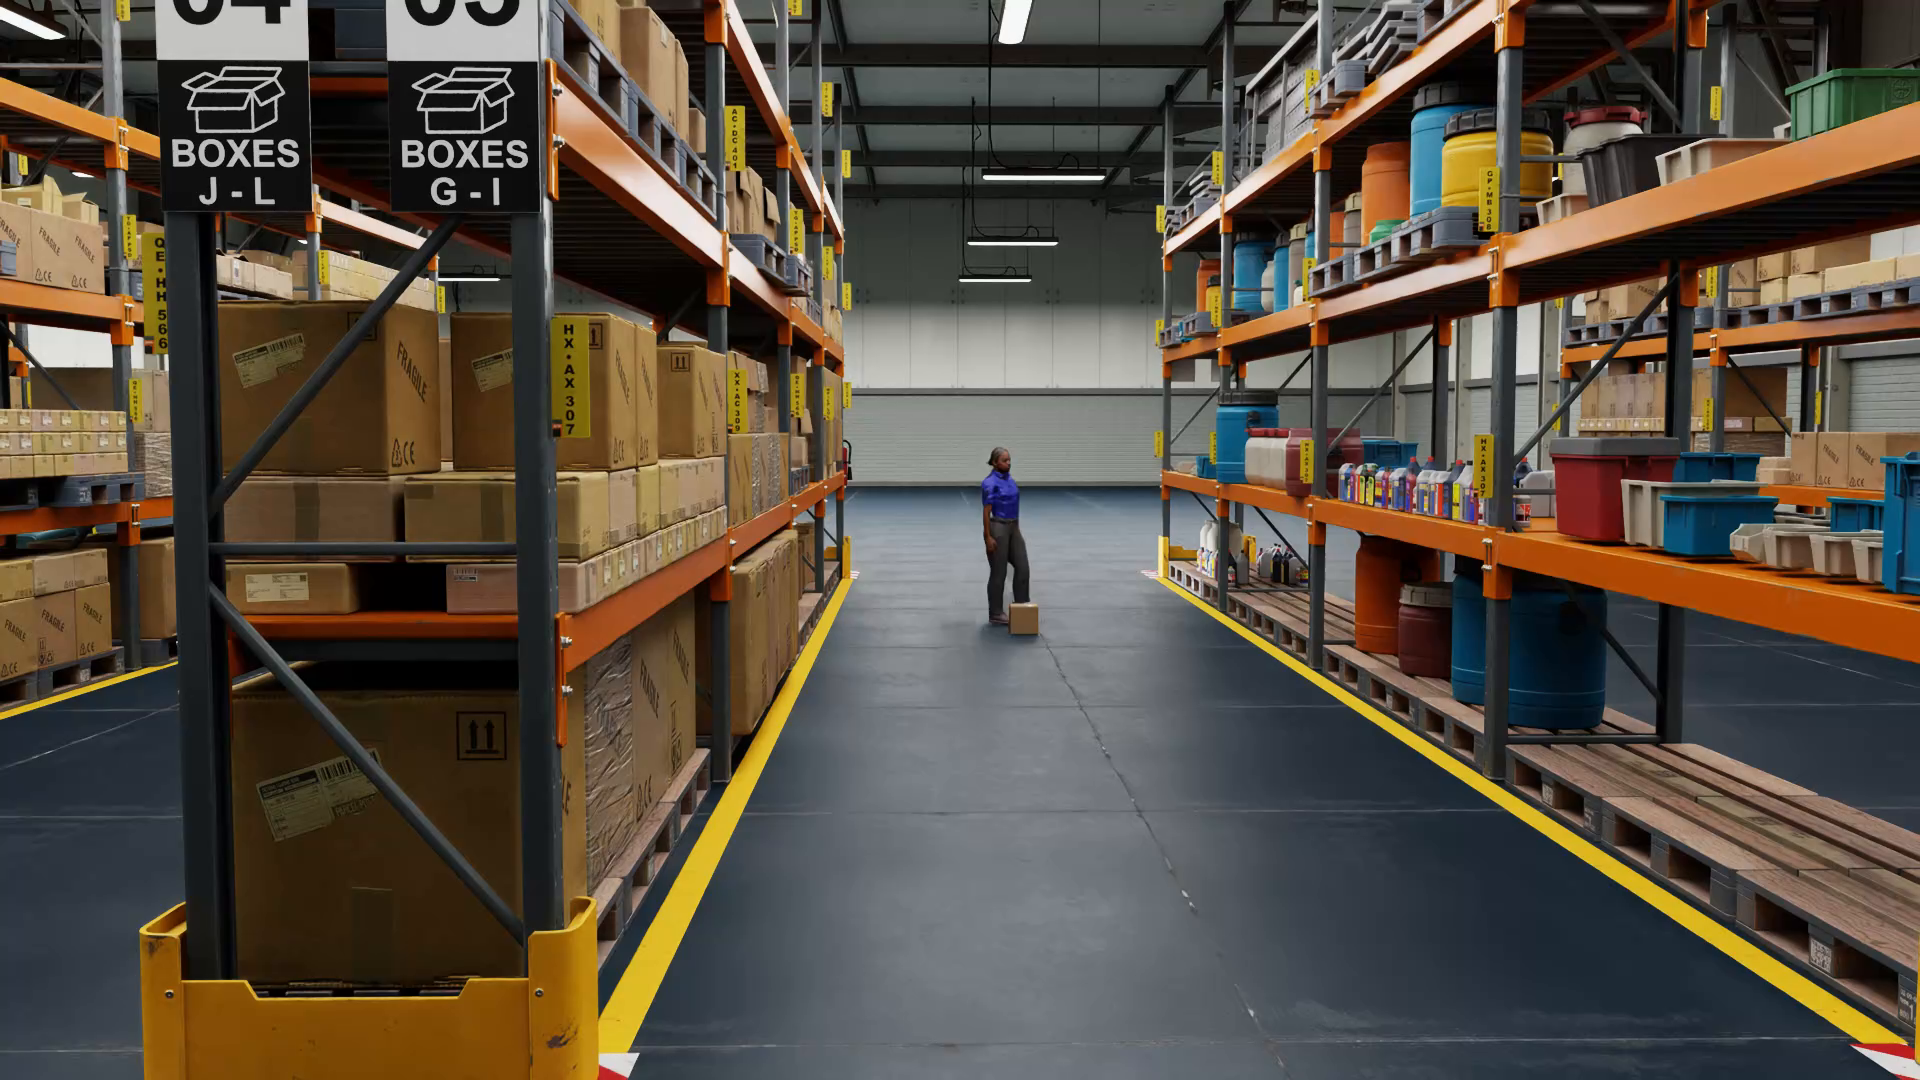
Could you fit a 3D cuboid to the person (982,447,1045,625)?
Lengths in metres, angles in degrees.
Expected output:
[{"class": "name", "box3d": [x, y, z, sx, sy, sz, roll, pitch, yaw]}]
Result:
[{"class": "person", "box3d": [0.482, -0.024, 15.493, 0.479, 1.687, 0.506, 3, 5, 36]}]
